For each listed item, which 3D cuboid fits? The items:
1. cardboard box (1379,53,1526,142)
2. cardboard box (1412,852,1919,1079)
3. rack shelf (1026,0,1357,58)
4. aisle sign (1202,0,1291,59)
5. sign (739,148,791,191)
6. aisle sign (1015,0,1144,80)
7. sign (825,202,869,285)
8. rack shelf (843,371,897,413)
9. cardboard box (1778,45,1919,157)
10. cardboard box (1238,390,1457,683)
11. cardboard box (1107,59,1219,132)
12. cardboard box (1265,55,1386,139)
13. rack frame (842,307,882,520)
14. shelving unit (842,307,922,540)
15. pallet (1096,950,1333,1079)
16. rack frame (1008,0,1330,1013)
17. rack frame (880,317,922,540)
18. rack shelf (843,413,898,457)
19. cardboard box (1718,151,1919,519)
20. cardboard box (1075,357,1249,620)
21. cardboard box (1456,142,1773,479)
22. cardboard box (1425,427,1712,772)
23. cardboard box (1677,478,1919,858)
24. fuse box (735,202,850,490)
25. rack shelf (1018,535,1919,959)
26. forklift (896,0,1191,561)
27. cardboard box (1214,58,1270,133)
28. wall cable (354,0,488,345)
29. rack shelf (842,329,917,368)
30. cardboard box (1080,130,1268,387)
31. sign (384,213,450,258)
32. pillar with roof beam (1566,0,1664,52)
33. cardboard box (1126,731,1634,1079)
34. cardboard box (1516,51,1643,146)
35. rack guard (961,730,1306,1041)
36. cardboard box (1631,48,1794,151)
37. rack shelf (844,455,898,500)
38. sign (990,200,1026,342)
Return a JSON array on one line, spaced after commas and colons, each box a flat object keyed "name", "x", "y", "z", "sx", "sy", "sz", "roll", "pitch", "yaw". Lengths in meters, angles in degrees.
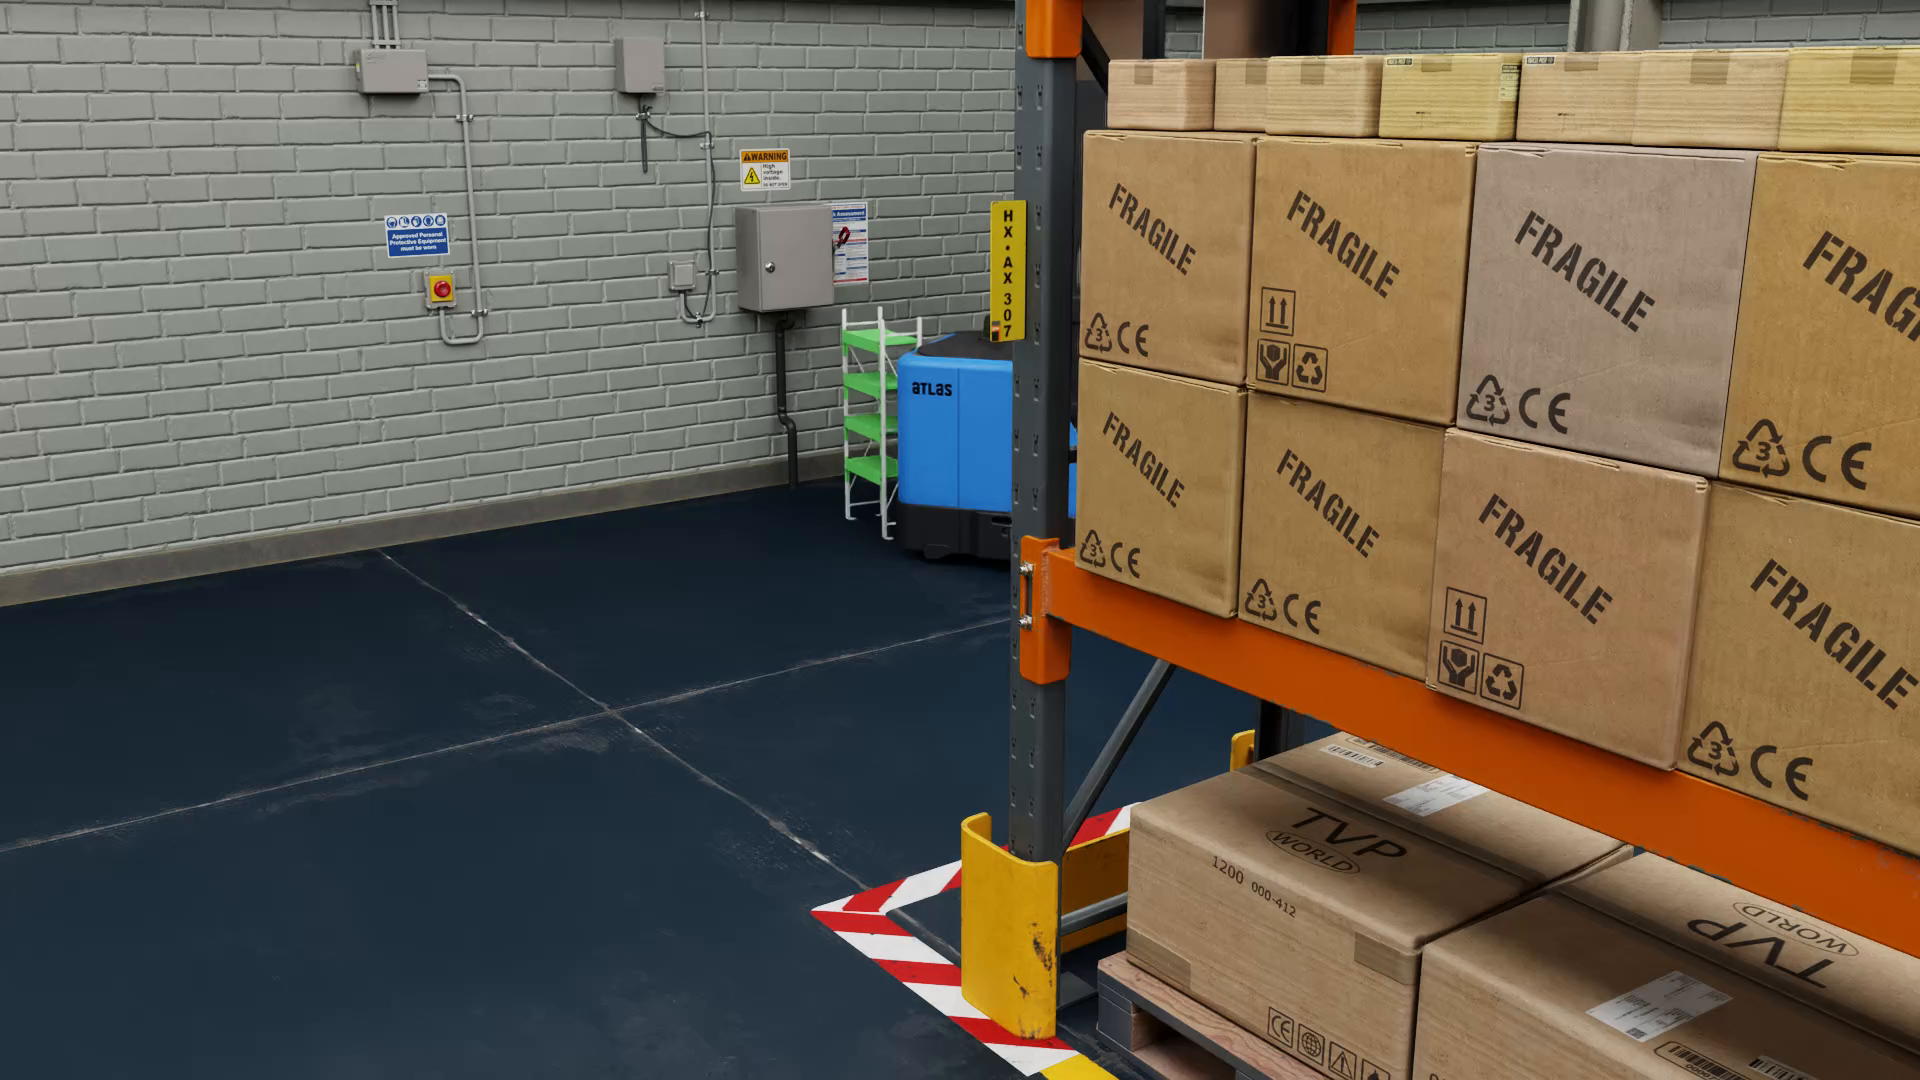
[{"name": "cardboard box", "x": 0.991, "y": -0.814, "z": 3.055, "sx": 0.380, "sy": 0.149, "sz": 0.250, "roll": -12, "pitch": 19, "yaw": -36}, {"name": "cardboard box", "x": 1.579, "y": 1.092, "z": 3.462, "sx": 0.875, "sy": 0.438, "sz": 0.875, "roll": -10, "pitch": 18, "yaw": -33}, {"name": "rack shelf", "x": 1.741, "y": -0.933, "z": 2.485, "sx": 1.077, "sy": 0.370, "sz": 4.000, "roll": -11, "pitch": 19, "yaw": -35}, {"name": "aisle sign", "x": 0.774, "y": -1.578, "z": 4.235, "sx": 0.394, "sy": 0.787, "sz": 0.004, "roll": -11, "pitch": 19, "yaw": -35}, {"name": "sign", "x": -1.150, "y": -2.190, "z": 9.831, "sx": 0.339, "sy": 0.242, "sz": 0.001, "roll": -11, "pitch": 19, "yaw": -35}, {"name": "aisle sign", "x": 0.288, "y": -1.485, "z": 3.895, "sx": 0.394, "sy": 0.787, "sz": 0.004, "roll": -11, "pitch": 19, "yaw": -35}, {"name": "sign", "x": -0.706, "y": -1.831, "z": 10.264, "sx": 0.329, "sy": 0.494, "sz": 0.001, "roll": -11, "pitch": 19, "yaw": -35}, {"name": "rack shelf", "x": -0.429, "y": -0.823, "z": 9.145, "sx": 0.258, "sy": 0.148, "sz": 0.480, "roll": -8, "pitch": 17, "yaw": -27}, {"name": "cardboard box", "x": 1.428, "y": -0.648, "z": 2.448, "sx": 0.380, "sy": 0.149, "sz": 0.250, "roll": -11, "pitch": 19, "yaw": -36}, {"name": "cardboard box", "x": 0.935, "y": -0.058, "z": 3.417, "sx": 0.500, "sy": 0.500, "sz": 0.500, "roll": -11, "pitch": 19, "yaw": -35}, {"name": "cardboard box", "x": 0.550, "y": -0.985, "z": 3.682, "sx": 0.380, "sy": 0.149, "sz": 0.250, "roll": -10, "pitch": 18, "yaw": -33}, {"name": "cardboard box", "x": 0.822, "y": -0.867, "z": 3.250, "sx": 0.380, "sy": 0.149, "sz": 0.250, "roll": -10, "pitch": 18, "yaw": -33}, {"name": "rack frame", "x": -0.544, "y": -0.710, "z": 9.399, "sx": 0.240, "sy": 1.200, "sz": 0.015, "roll": -8, "pitch": 17, "yaw": -27}, {"name": "shelving unit", "x": -0.429, "y": -0.654, "z": 9.191, "sx": 0.258, "sy": 1.200, "sz": 0.503, "roll": -8, "pitch": 17, "yaw": -27}, {"name": "pallet", "x": 1.099, "y": 1.243, "z": 4.135, "sx": 1.003, "sy": 0.211, "sz": 1.213, "roll": -11, "pitch": 19, "yaw": -35}, {"name": "rack frame", "x": 0.565, "y": -0.261, "z": 4.346, "sx": 1.000, "sy": 3.000, "sz": 0.127, "roll": -11, "pitch": 19, "yaw": -35}, {"name": "rack frame", "x": -0.314, "y": -0.597, "z": 8.984, "sx": 0.240, "sy": 1.200, "sz": 0.015, "roll": -8, "pitch": 17, "yaw": -27}, {"name": "rack shelf", "x": -0.429, "y": -0.592, "z": 9.208, "sx": 0.258, "sy": 0.148, "sz": 0.480, "roll": -8, "pitch": 17, "yaw": -27}, {"name": "cardboard box", "x": 1.530, "y": -0.320, "z": 2.480, "sx": 0.500, "sy": 0.500, "sz": 0.500, "roll": -11, "pitch": 19, "yaw": -34}, {"name": "cardboard box", "x": 0.615, "y": -0.162, "z": 3.796, "sx": 0.500, "sy": 0.500, "sz": 0.500, "roll": -11, "pitch": 19, "yaw": -35}, {"name": "cardboard box", "x": 1.236, "y": -0.427, "z": 2.869, "sx": 0.500, "sy": 0.500, "sz": 0.500, "roll": -11, "pitch": 19, "yaw": -35}, {"name": "cardboard box", "x": 1.220, "y": 0.053, "z": 3.010, "sx": 0.500, "sy": 0.500, "sz": 0.500, "roll": -11, "pitch": 19, "yaw": -35}, {"name": "cardboard box", "x": 1.528, "y": 0.158, "z": 2.629, "sx": 0.500, "sy": 0.500, "sz": 0.500, "roll": -10, "pitch": 18, "yaw": -33}, {"name": "fuse box", "x": -0.984, "y": -1.135, "z": 9.980, "sx": 0.539, "sy": 1.711, "sz": 0.414, "roll": -11, "pitch": 19, "yaw": -35}, {"name": "rack shelf", "x": 1.741, "y": 0.513, "z": 2.881, "sx": 1.077, "sy": 0.370, "sz": 4.000, "roll": -11, "pitch": 19, "yaw": -35}, {"name": "forklift", "x": 1.239, "y": -1.310, "z": 8.312, "sx": 3.031, "sy": 2.935, "sz": 1.130, "roll": 5, "pitch": 16, "yaw": 18}, {"name": "cardboard box", "x": 0.762, "y": -0.940, "z": 3.518, "sx": 0.380, "sy": 0.149, "sz": 0.250, "roll": -10, "pitch": 18, "yaw": -33}, {"name": "wall cable", "x": -2.769, "y": -1.966, "z": 8.594, "sx": 0.585, "sy": 1.953, "sz": 0.123, "roll": -11, "pitch": 19, "yaw": -35}, {"name": "rack shelf", "x": -0.429, "y": -1.055, "z": 9.081, "sx": 0.258, "sy": 0.148, "sz": 0.480, "roll": -8, "pitch": 17, "yaw": -27}, {"name": "cardboard box", "x": 0.617, "y": -0.644, "z": 3.665, "sx": 0.500, "sy": 0.500, "sz": 0.500, "roll": -11, "pitch": 19, "yaw": -36}, {"name": "sign", "x": -2.844, "y": -1.597, "z": 8.717, "sx": 0.327, "sy": 0.218, "sz": 0.001, "roll": -11, "pitch": 19, "yaw": -35}, {"name": "pillar with roof beam", "x": 0.240, "y": -3.973, "z": 6.546, "sx": 9.100, "sy": 9.000, "sz": 0.400, "roll": -11, "pitch": 19, "yaw": -35}, {"name": "cardboard box", "x": 1.034, "y": 0.898, "z": 4.171, "sx": 0.875, "sy": 0.438, "sz": 0.875, "roll": -12, "pitch": 19, "yaw": -36}, {"name": "cardboard box", "x": 1.188, "y": -0.766, "z": 2.880, "sx": 0.380, "sy": 0.149, "sz": 0.250, "roll": -11, "pitch": 19, "yaw": -34}, {"name": "rack guard", "x": 0.551, "y": 0.940, "z": 4.695, "sx": 1.175, "sy": 0.500, "sz": 0.348, "roll": -11, "pitch": 19, "yaw": -35}, {"name": "cardboard box", "x": 1.301, "y": -0.706, "z": 2.661, "sx": 0.380, "sy": 0.149, "sz": 0.250, "roll": -11, "pitch": 19, "yaw": -34}, {"name": "rack shelf", "x": -0.429, "y": -0.360, "z": 9.271, "sx": 0.258, "sy": 0.148, "sz": 0.480, "roll": -8, "pitch": 17, "yaw": -27}, {"name": "sign", "x": 0.113, "y": -0.632, "z": 3.912, "sx": 0.100, "sy": 0.325, "sz": 0.005, "roll": -11, "pitch": 19, "yaw": -35}]
